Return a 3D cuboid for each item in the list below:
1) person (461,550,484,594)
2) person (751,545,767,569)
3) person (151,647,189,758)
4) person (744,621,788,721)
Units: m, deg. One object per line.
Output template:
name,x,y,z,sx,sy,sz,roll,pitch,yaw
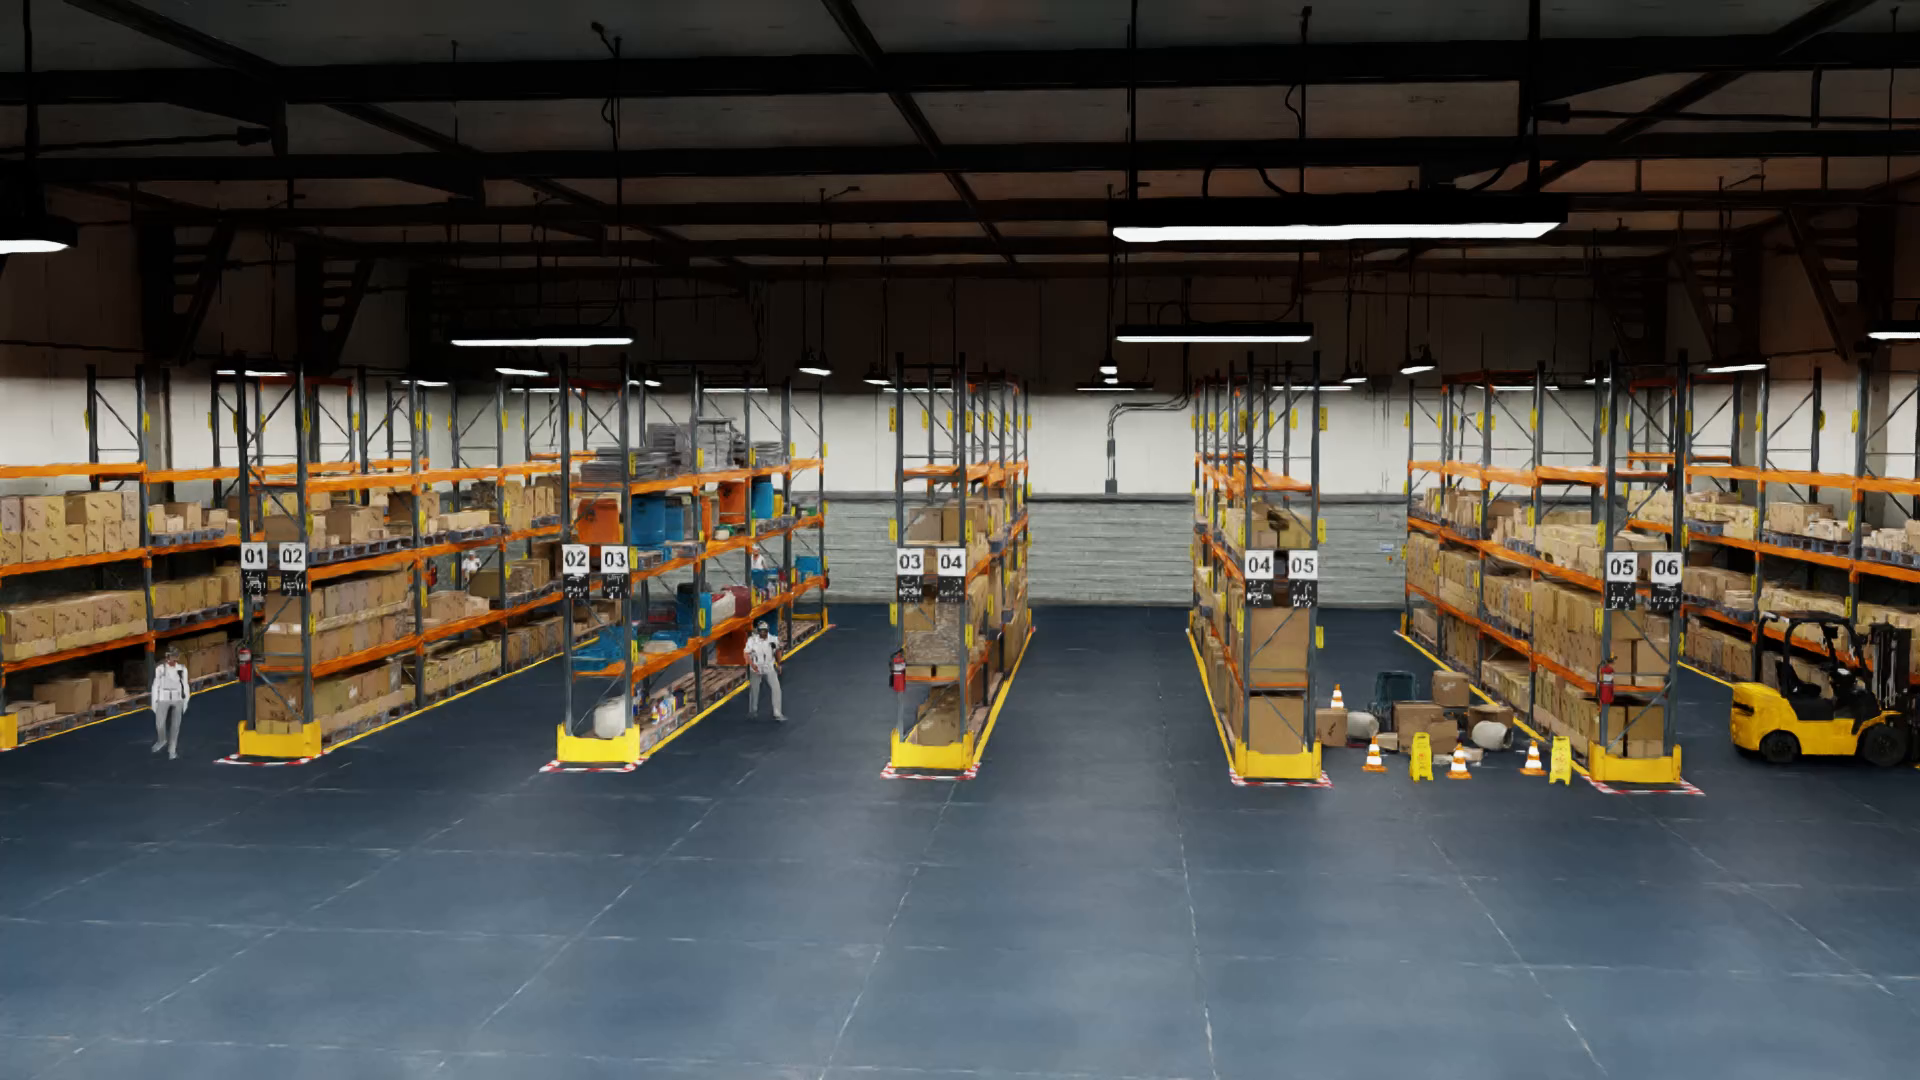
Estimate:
person,-12.993,1.040,44.444,0.660,1.596,0.811,-1,4,-13
person,-5.387,0.999,44.139,0.564,1.736,1.042,0,4,4
person,-11.811,2.406,24.854,0.537,1.670,0.515,-2,5,-31
person,-3.282,2.168,27.889,0.706,1.695,0.843,-1,4,-12
